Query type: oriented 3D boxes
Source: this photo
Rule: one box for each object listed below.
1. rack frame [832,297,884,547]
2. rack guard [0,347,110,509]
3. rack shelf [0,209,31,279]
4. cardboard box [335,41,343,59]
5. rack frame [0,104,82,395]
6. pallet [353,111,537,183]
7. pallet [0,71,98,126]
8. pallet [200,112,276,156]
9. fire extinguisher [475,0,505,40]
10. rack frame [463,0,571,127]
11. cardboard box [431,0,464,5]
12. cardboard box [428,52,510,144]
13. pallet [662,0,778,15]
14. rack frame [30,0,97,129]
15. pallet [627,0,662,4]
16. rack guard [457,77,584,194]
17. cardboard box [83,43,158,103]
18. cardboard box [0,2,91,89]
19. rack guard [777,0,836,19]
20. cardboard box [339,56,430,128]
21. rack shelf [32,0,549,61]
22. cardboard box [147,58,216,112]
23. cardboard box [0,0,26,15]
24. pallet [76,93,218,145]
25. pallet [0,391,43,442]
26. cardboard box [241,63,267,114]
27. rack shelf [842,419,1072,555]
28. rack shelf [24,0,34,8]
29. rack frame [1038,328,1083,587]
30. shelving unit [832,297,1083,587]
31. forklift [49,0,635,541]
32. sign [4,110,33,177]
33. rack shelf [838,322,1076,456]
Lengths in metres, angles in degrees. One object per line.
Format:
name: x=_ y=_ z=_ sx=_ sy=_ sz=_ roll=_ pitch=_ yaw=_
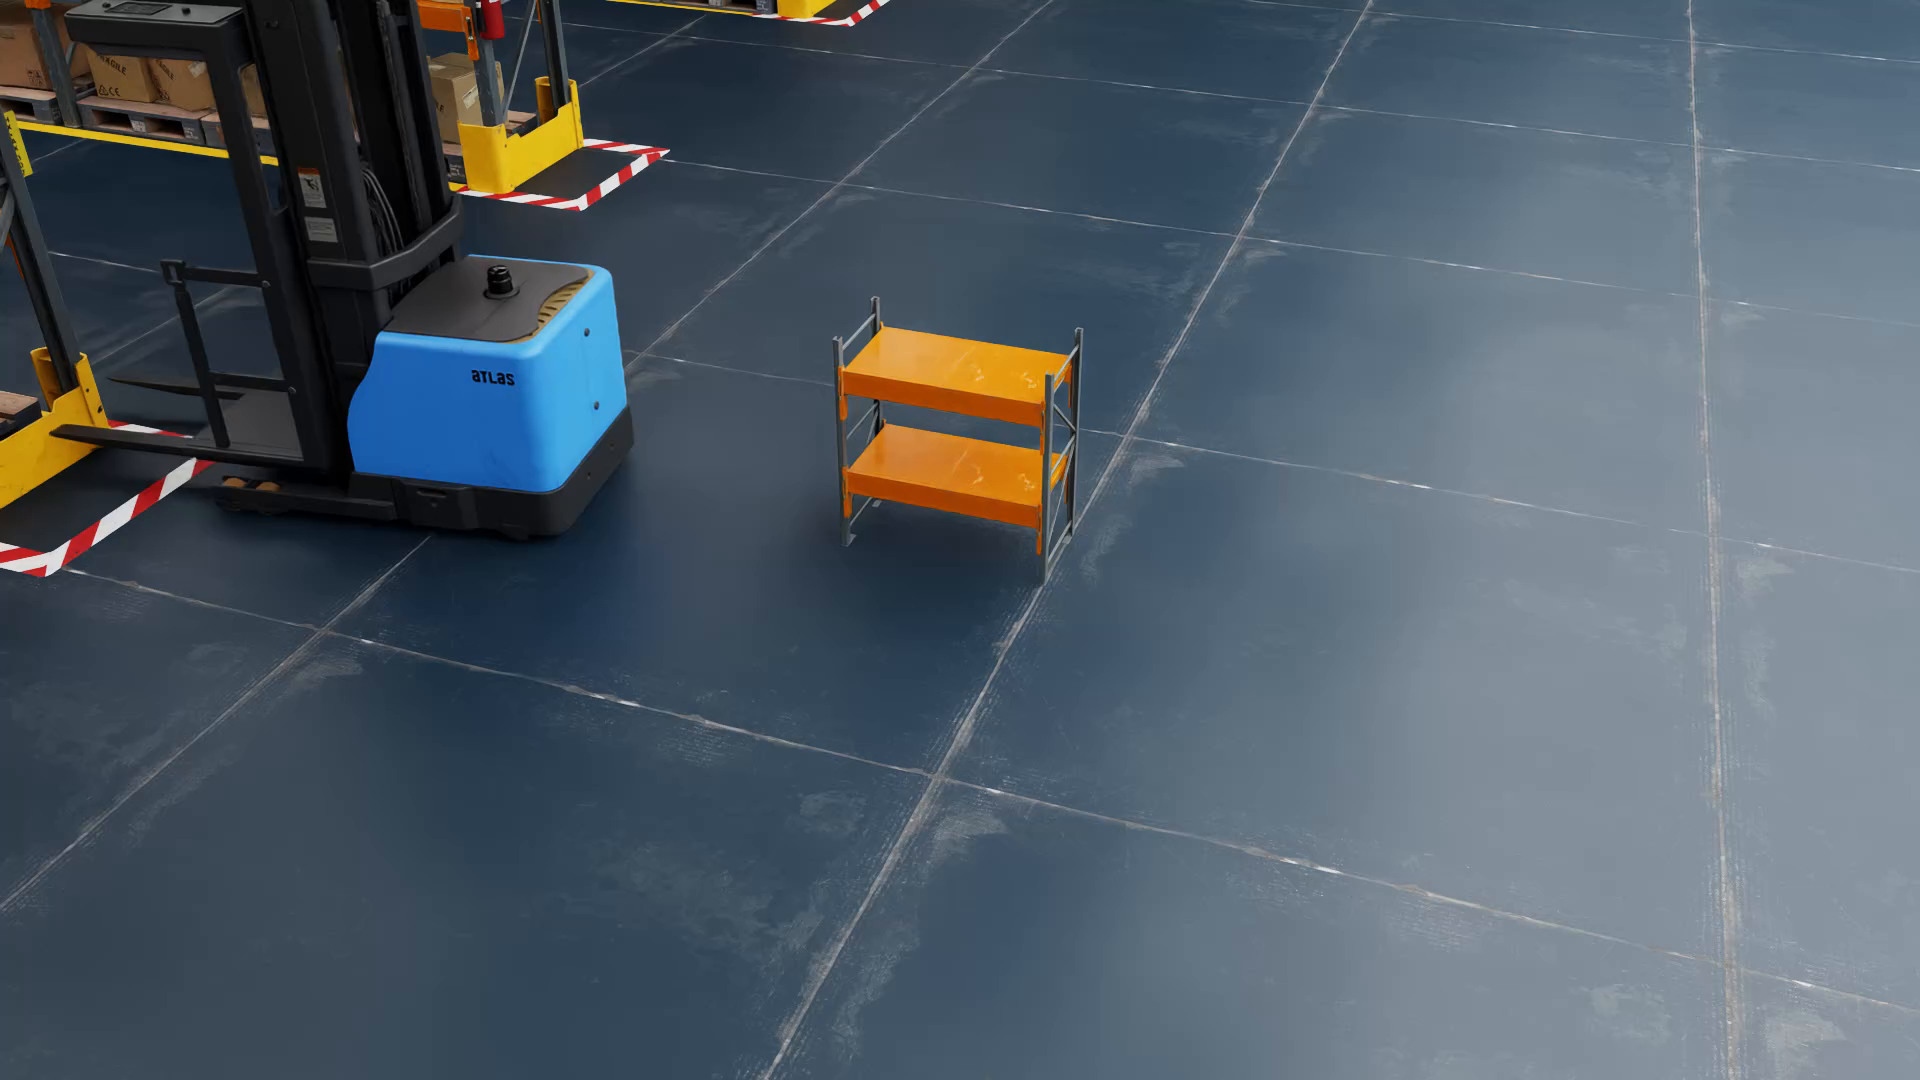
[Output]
rack frame: x=-0.485 y=-0.567 z=8.091 sx=0.032 sy=1.125 sz=0.500 roll=11 pitch=34 yaw=16
rack guard: x=-4.978 y=-0.507 z=8.574 sx=0.348 sy=0.500 sz=1.175 roll=11 pitch=34 yaw=16
rack shelf: x=-6.773 y=-1.631 z=8.673 sx=4.000 sy=0.370 sz=1.077 roll=11 pitch=34 yaw=16
cardboard box: x=-4.959 y=-3.561 z=12.917 sx=0.500 sy=0.500 sz=0.500 roll=14 pitch=35 yaw=21
rack frame: x=-4.890 y=-1.567 z=7.911 sx=0.127 sy=3.000 sz=1.000 roll=11 pitch=34 yaw=16
pallet: x=-4.044 y=-3.105 z=12.864 sx=1.213 sy=0.211 sz=1.003 roll=11 pitch=34 yaw=16
pallet: x=-7.718 y=-3.798 z=13.938 sx=1.213 sy=0.211 sz=1.003 roll=11 pitch=34 yaw=16
pallet: x=-5.188 y=-3.329 z=13.212 sx=1.213 sy=0.211 sz=1.003 roll=11 pitch=34 yaw=16
fire extinguisher: x=-3.267 y=-3.807 z=11.452 sx=0.183 sy=0.674 sz=0.296 roll=11 pitch=34 yaw=16
rack frame: x=-3.219 y=-4.096 z=11.828 sx=0.127 sy=3.000 sz=1.000 roll=11 pitch=34 yaw=16
cardboard box: x=-3.557 y=-3.937 z=11.814 sx=0.250 sy=0.149 sz=0.380 roll=11 pitch=34 yaw=16
cardboard box: x=-3.802 y=-3.345 z=12.583 sx=0.500 sy=0.500 sz=0.500 roll=18 pitch=37 yaw=25
pallet: x=-2.230 y=-5.545 z=16.644 sx=1.213 sy=0.211 sz=1.003 roll=11 pitch=34 yaw=16
rack frame: x=-6.985 y=-4.828 z=12.962 sx=0.127 sy=3.000 sz=1.000 roll=11 pitch=34 yaw=16
pallet: x=-3.375 y=-5.769 z=16.991 sx=1.213 sy=0.211 sz=1.003 roll=11 pitch=34 yaw=16
rack guard: x=-3.291 y=-3.060 z=12.528 sx=0.348 sy=0.500 sz=1.175 roll=11 pitch=34 yaw=16
cardboard box: x=-6.622 y=-3.860 z=13.381 sx=0.500 sy=0.500 sz=0.500 roll=10 pitch=34 yaw=15
cardboard box: x=-7.556 y=-4.086 z=13.712 sx=0.500 sy=0.500 sz=0.700 roll=8 pitch=34 yaw=13
rack guard: x=-1.428 y=-5.555 z=16.394 sx=0.348 sy=0.500 sz=1.175 roll=11 pitch=34 yaw=16
cardboard box: x=-4.376 y=-3.437 z=12.725 sx=0.500 sy=0.500 sz=0.500 roll=21 pitch=38 yaw=29
rack shelf: x=-5.102 y=-4.160 z=12.590 sx=4.000 sy=0.370 sz=1.077 roll=11 pitch=34 yaw=16
cardboard box: x=-6.080 y=-3.760 z=13.225 sx=0.500 sy=0.500 sz=0.500 roll=23 pitch=39 yaw=31
cardboard box: x=-7.998 y=-4.183 z=13.862 sx=0.500 sy=0.500 sz=0.700 roll=11 pitch=34 yaw=16
pallet: x=-6.341 y=-3.551 z=13.556 sx=1.213 sy=0.211 sz=1.003 roll=11 pitch=34 yaw=16
pallet: x=-5.741 y=-0.537 z=8.886 sx=1.213 sy=0.211 sz=1.003 roll=11 pitch=34 yaw=16
cardboard box: x=-5.469 y=-3.686 z=13.111 sx=0.500 sy=0.500 sz=0.500 roll=8 pitch=34 yaw=12
rack shelf: x=-0.006 y=-0.268 z=8.079 sx=1.000 sy=0.278 sz=0.538 roll=11 pitch=34 yaw=16
rack shelf: x=-8.868 y=-4.892 z=13.724 sx=4.000 sy=0.370 sz=1.077 roll=11 pitch=34 yaw=16
rack frame: x=0.472 y=-0.381 z=7.803 sx=0.032 sy=1.125 sz=0.500 roll=11 pitch=34 yaw=16
shelving unit: x=-0.006 y=-0.474 z=7.947 sx=1.048 sy=1.125 sz=0.538 roll=11 pitch=34 yaw=16
forklift: x=-3.317 y=-1.629 z=8.070 sx=3.031 sy=2.935 sz=1.130 roll=7 pitch=33 yaw=10
sign: x=-4.701 y=-1.963 z=8.270 sx=0.005 sy=0.325 sz=0.100 roll=11 pitch=34 yaw=16
rack shelf: x=-0.006 y=-0.720 z=7.788 sx=1.000 sy=0.278 sz=0.538 roll=11 pitch=34 yaw=16
